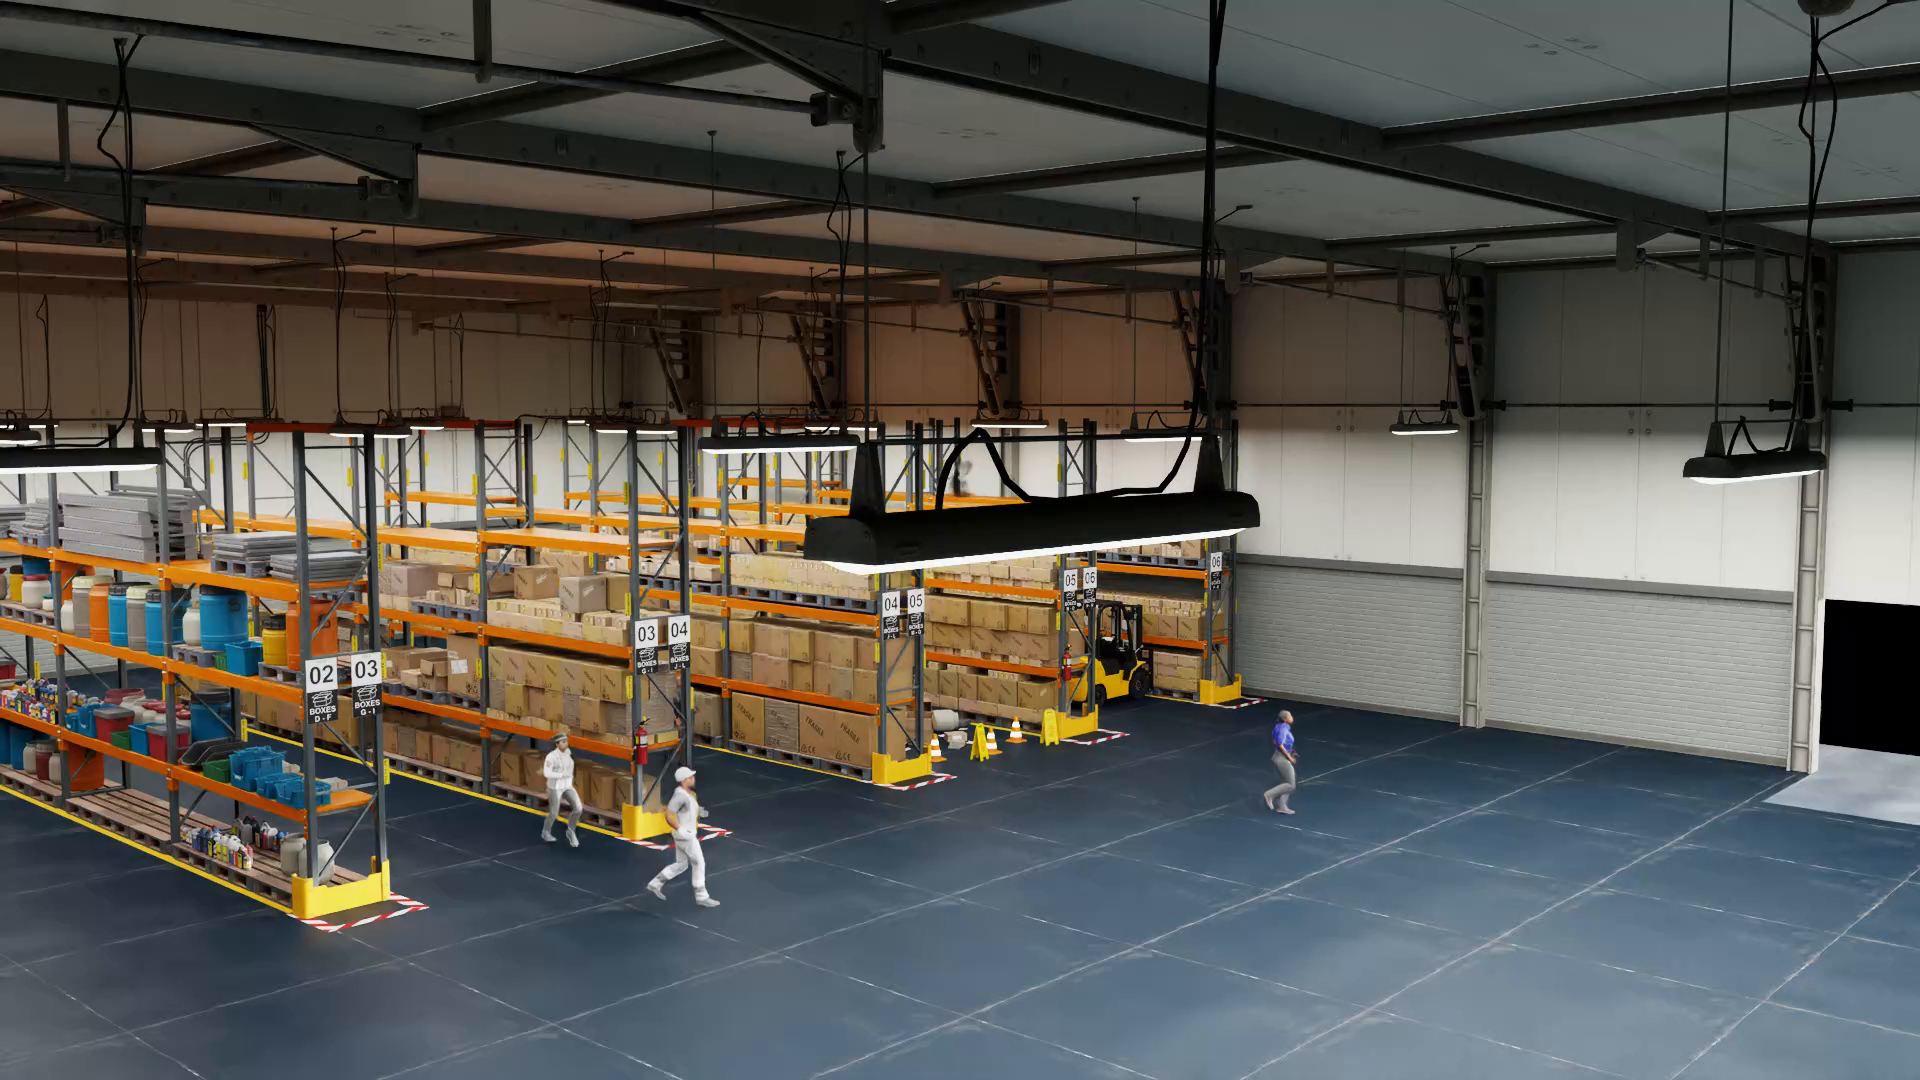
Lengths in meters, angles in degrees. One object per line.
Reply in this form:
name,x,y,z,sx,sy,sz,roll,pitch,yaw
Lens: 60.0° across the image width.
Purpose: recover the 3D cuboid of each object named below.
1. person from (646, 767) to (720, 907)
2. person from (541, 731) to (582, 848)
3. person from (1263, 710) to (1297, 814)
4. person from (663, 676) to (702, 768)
person,-3.495,3.730,20.899,0.916,1.794,0.639,-1,5,-12
person,-5.723,3.560,23.799,0.767,1.701,0.627,4,6,38
person,4.952,3.438,25.733,0.605,1.619,0.574,0,5,-5
person,-4.740,3.160,28.603,0.581,1.696,0.656,4,6,37
